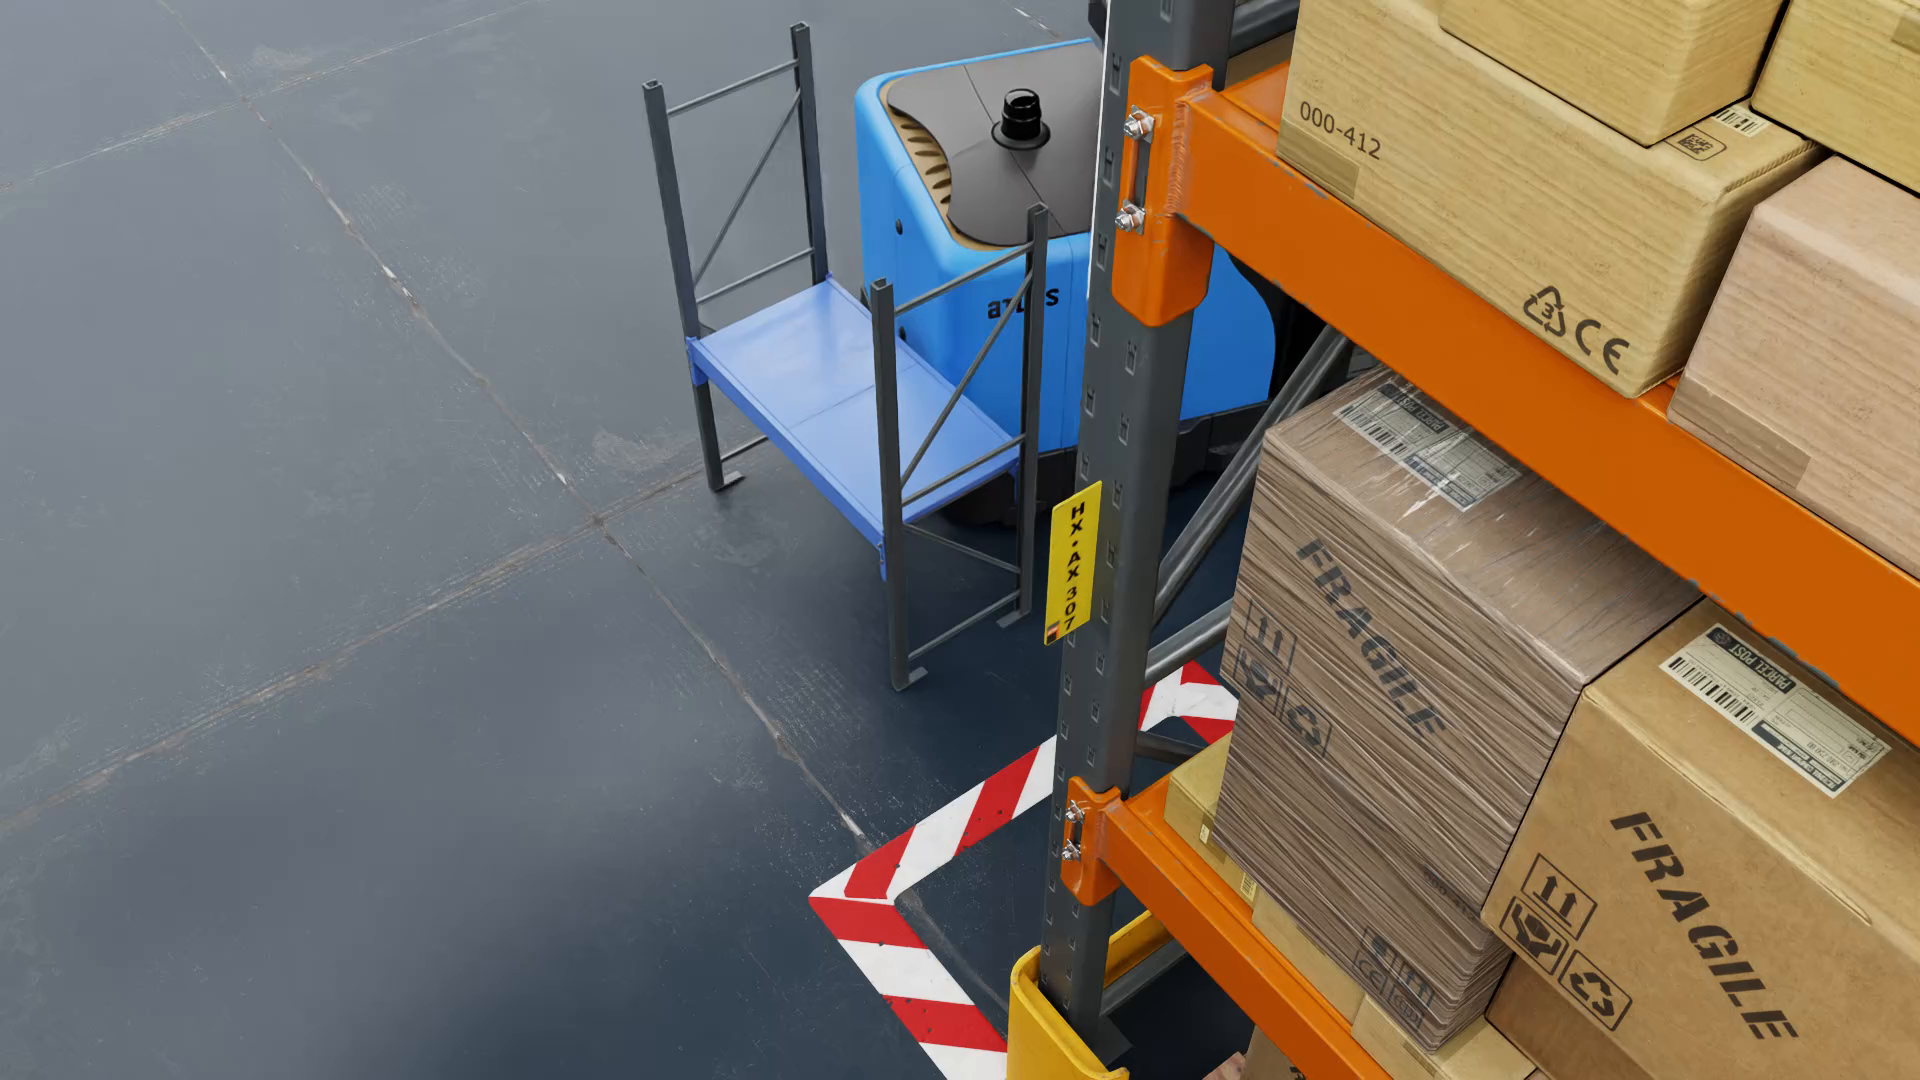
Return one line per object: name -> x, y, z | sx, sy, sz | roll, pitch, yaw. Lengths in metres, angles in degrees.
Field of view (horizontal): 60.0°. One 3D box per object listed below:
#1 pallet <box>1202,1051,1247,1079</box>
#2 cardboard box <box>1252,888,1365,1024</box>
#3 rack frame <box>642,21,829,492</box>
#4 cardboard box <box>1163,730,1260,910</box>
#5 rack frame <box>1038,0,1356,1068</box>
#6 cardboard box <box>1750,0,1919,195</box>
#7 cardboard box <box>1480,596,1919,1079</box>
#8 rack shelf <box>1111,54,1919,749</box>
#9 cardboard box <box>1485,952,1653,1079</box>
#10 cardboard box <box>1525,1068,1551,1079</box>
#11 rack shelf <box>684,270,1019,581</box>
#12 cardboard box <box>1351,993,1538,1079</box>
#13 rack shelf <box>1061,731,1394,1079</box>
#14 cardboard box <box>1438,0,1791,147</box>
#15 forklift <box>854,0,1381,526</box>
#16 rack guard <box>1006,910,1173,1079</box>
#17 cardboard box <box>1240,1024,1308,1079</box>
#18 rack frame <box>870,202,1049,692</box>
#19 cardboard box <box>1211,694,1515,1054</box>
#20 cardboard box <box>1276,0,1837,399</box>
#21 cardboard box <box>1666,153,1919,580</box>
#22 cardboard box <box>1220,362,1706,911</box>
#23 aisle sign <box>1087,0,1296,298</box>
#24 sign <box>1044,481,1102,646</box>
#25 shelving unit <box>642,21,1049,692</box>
pallet -> 1.120, 1.564, 3.690 | 1.003, 0.211, 1.213 | -29, 54, -24
cardboard box -> 0.729, 0.603, 2.848 | 0.380, 0.149, 0.250 | -29, 54, -24
rack frame -> -0.611, -0.779, 4.942 | 0.500, 1.500, 0.032 | -30, 54, -24
cardboard box -> 0.593, 0.447, 2.990 | 0.380, 0.149, 0.250 | -29, 54, -24
rack frame -> 0.610, 0.087, 3.146 | 1.000, 3.000, 0.127 | -29, 54, -24
cardboard box -> 0.924, -0.448, 1.439 | 0.380, 0.149, 0.250 | -30, 55, -25
cardboard box -> 1.023, 0.363, 1.954 | 0.500, 0.500, 0.500 | -29, 54, -24
rack shelf -> 1.821, 0.501, 1.232 | 1.077, 0.370, 4.000 | -29, 54, -24
cardboard box -> 1.319, 0.531, 2.475 | 0.875, 0.500, 0.500 | -29, 54, -24
cardboard box -> 1.036, 0.895, 2.584 | 0.380, 0.149, 0.250 | -29, 54, -24
rack shelf -> -0.302, -0.359, 4.804 | 0.538, 0.185, 1.000 | -30, 54, -24
cardboard box -> 0.868, 0.757, 2.709 | 0.380, 0.149, 0.250 | -29, 54, -24
rack shelf -> 1.821, 1.508, 2.344 | 1.077, 0.370, 4.000 | -29, 54, -24
cardboard box -> 0.673, -0.541, 1.524 | 0.380, 0.149, 0.250 | -28, 54, -23
forklift -> 1.238, -1.678, 4.793 | 3.031, 2.935, 1.130 | -14, 49, -12
rack guard -> 0.656, 0.972, 4.032 | 1.175, 0.500, 0.348 | -29, 54, -24
cardboard box -> 0.975, 1.162, 3.576 | 0.500, 0.500, 0.500 | -20, 51, -17
rack frame -> 0.006, -0.180, 4.400 | 0.500, 1.500, 0.032 | -30, 54, -24
cardboard box -> 0.921, 0.290, 2.694 | 0.875, 0.500, 0.500 | -29, 54, -24
cardboard box -> 0.696, -0.470, 1.728 | 0.500, 0.250, 0.500 | -28, 54, -23
cardboard box -> 1.013, -0.168, 1.455 | 0.500, 0.250, 0.500 | -31, 55, -25
cardboard box -> 0.726, 0.065, 2.224 | 0.500, 0.500, 0.500 | -29, 54, -24
aisle sign -> 0.334, -0.688, 2.094 | 0.394, 0.787, 0.004 | -29, 54, -24
sign -> 0.178, 0.040, 2.605 | 0.100, 0.325, 0.005 | -29, 54, -24
shelving unit -> -0.303, -0.479, 4.671 | 0.538, 1.500, 1.048 | -30, 54, -24
